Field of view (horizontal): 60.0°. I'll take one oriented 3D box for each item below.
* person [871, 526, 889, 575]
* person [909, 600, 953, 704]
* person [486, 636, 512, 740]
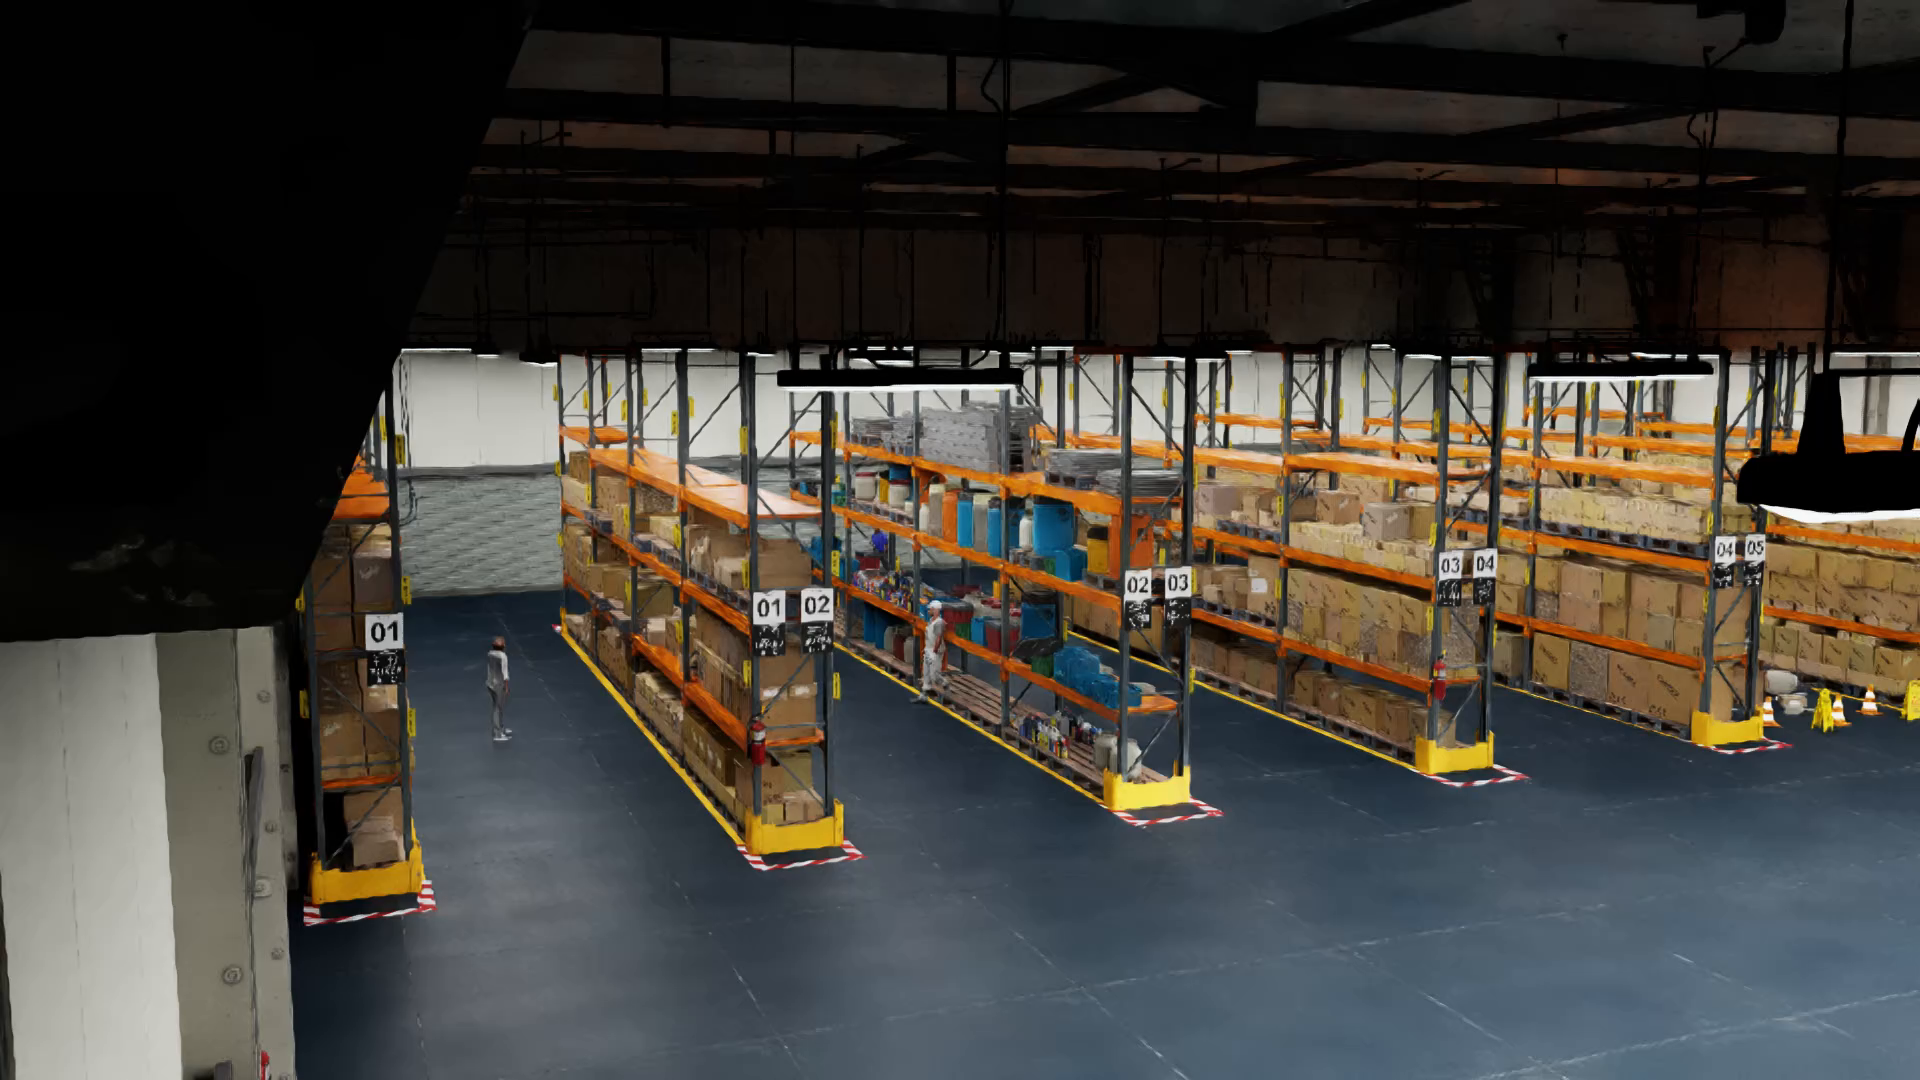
[{"bbox_3d":[-1.925,0.344,40.888,0.479,1.611,0.755,4,8,28],"label":"person"},{"bbox_3d":[-0.492,1.898,28.015,0.691,1.779,0.680,-3,8,-24],"label":"person"},{"bbox_3d":[-7.108,2.267,25.719,0.575,1.600,0.474,7,10,44],"label":"person"}]
